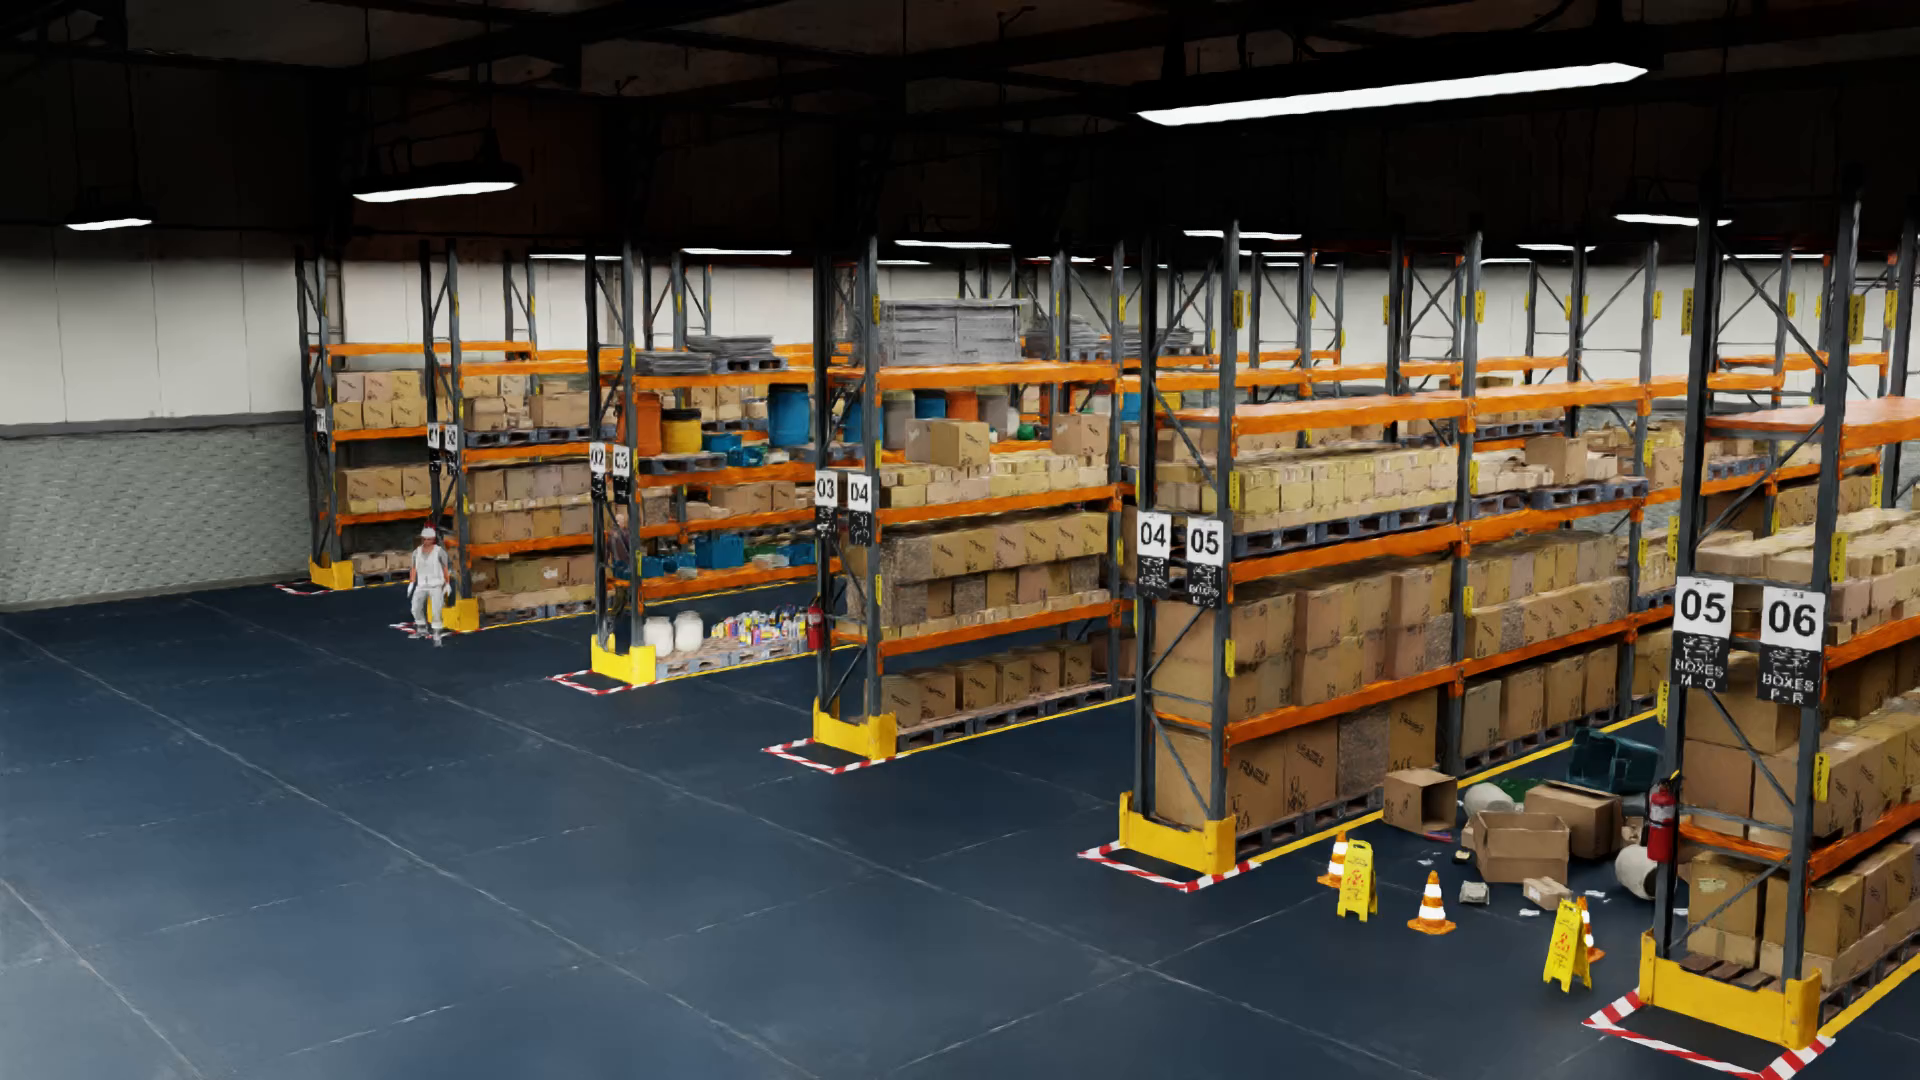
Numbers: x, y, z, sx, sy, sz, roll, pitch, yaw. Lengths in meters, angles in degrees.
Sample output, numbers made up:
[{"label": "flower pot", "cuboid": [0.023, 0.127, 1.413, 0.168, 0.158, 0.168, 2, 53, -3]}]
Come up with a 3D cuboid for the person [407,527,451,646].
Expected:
[{"label": "person", "cuboid": [-7.940, 0.675, 24.705, 0.731, 1.780, 0.517, 1, 8, 6]}]

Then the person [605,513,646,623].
[{"label": "person", "cuboid": [-5.413, 0.426, 26.477, 0.577, 1.716, 1.103, 7, 11, 38]}]

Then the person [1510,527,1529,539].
[{"label": "person", "cuboid": [8.789, 0.482, 26.087, 0.369, 1.732, 0.593, 5, 10, 33]}]
